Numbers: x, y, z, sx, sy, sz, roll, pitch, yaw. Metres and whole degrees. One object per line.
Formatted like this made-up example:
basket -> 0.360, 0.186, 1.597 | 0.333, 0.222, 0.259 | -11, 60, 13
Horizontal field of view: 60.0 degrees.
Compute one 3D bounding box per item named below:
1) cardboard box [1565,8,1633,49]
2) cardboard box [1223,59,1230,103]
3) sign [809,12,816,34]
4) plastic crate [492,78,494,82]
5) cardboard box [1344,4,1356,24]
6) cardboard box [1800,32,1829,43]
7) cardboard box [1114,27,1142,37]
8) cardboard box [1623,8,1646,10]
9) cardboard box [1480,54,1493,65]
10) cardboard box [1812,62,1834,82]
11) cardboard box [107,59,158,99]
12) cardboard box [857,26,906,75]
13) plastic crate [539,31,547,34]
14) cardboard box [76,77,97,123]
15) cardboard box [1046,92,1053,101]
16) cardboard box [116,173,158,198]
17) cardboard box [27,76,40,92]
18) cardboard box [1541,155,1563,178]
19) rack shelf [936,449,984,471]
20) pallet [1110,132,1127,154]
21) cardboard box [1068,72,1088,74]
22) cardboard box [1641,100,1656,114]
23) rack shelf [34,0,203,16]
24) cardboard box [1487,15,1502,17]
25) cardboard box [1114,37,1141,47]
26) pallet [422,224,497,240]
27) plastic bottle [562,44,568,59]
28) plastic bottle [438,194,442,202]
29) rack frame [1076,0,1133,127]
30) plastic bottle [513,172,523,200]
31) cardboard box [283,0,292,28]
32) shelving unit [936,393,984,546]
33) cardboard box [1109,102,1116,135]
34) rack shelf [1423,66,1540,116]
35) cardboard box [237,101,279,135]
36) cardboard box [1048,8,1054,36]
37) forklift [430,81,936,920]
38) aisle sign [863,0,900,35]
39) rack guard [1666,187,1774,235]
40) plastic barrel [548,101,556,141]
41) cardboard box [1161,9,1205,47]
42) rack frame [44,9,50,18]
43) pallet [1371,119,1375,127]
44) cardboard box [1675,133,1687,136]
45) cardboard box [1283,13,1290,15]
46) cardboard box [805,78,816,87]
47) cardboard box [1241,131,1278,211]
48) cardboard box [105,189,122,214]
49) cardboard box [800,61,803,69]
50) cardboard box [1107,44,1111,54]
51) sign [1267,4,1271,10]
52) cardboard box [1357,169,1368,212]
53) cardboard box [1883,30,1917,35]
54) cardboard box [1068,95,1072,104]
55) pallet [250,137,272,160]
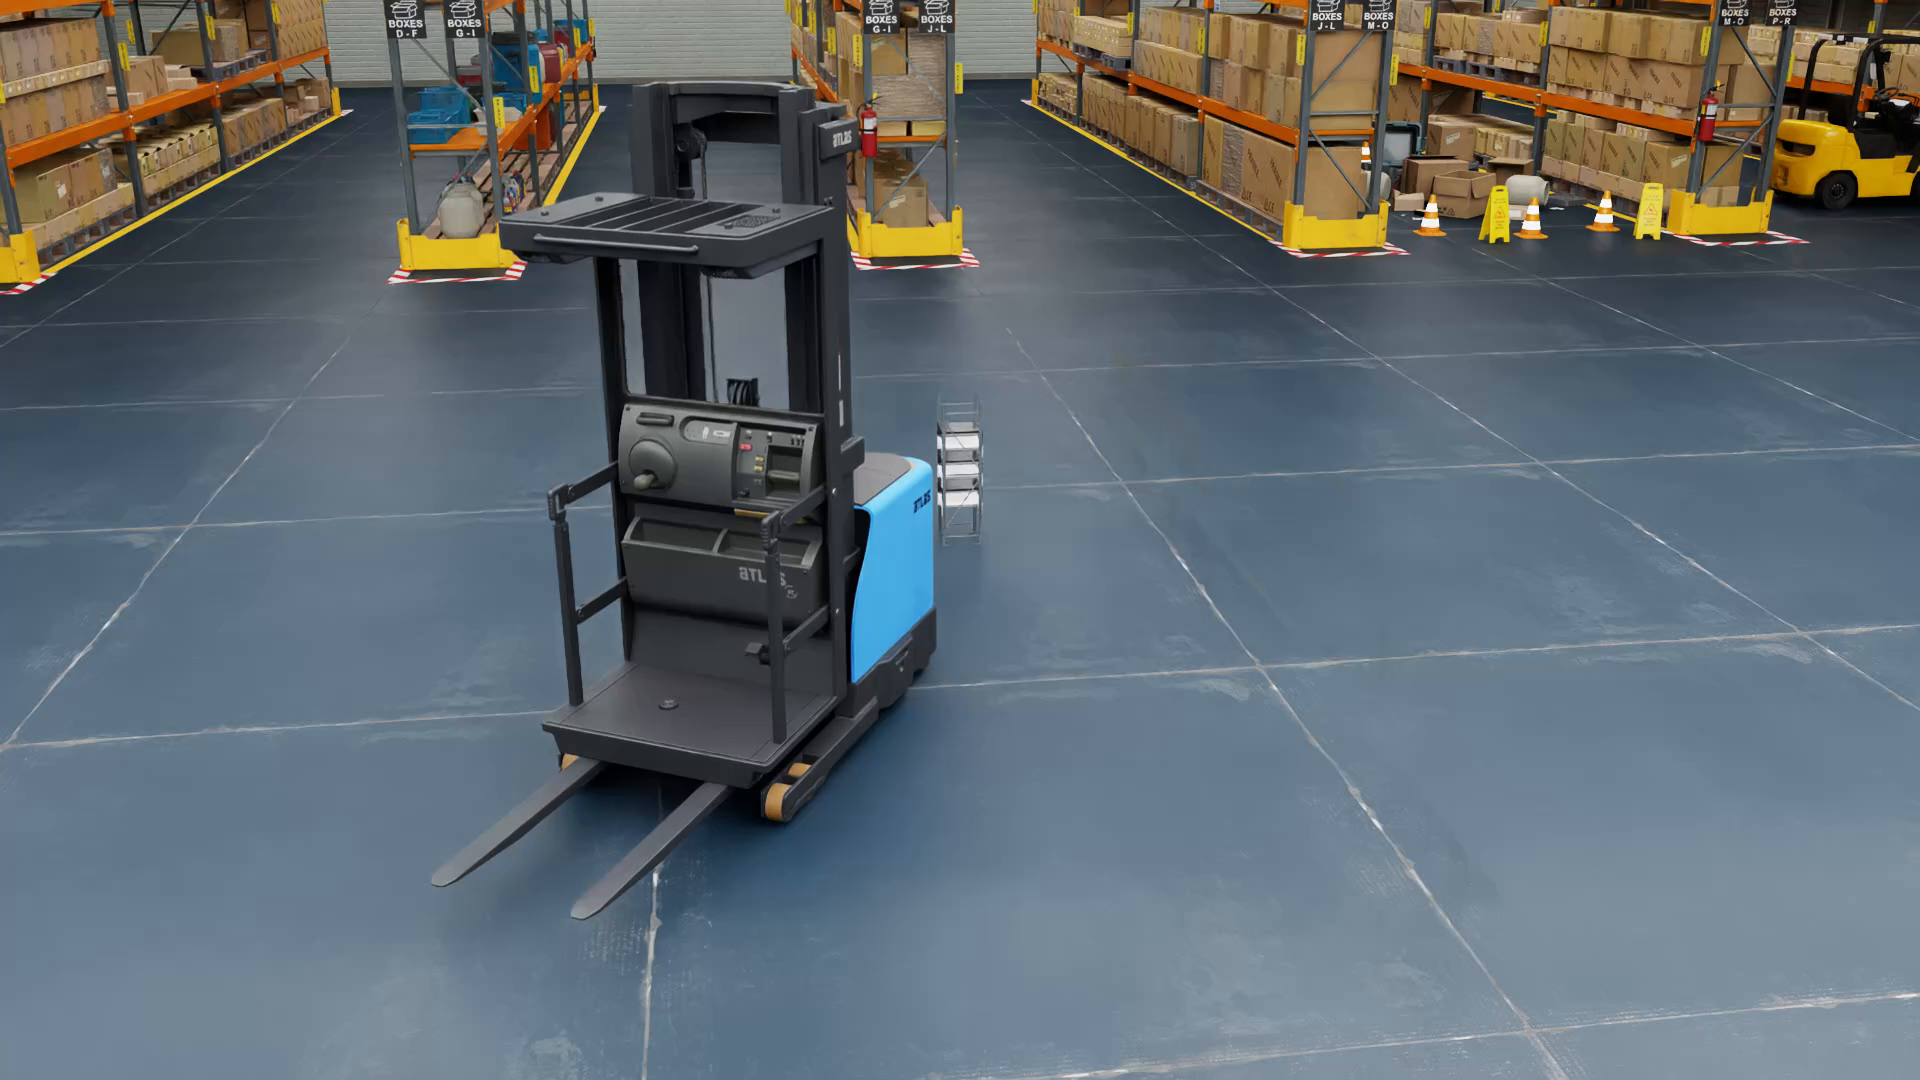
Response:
cardboard box -> 8.574, -6.846, 22.262 | 0.700, 0.500, 0.500 | -3, 21, -7
cardboard box -> 3.956, -6.002, 21.785 | 0.875, 0.550, 0.550 | -3, 21, -8
sign -> -2.259, -7.931, 25.510 | 0.100, 0.325, 0.005 | -3, 21, -8
plastic crate -> -6.565, -6.273, 23.027 | 0.450, 0.188, 0.662 | -3, 21, -8
cardboard box -> 7.299, -9.651, 30.197 | 0.500, 0.500, 0.500 | -3, 21, -7
cardboard box -> 13.102, -7.683, 25.430 | 0.380, 0.149, 0.250 | -3, 21, -7
cardboard box -> 2.688, -8.138, 26.625 | 0.380, 0.149, 0.250 | -4, 21, -10
cardboard box -> 12.279, -9.619, 30.941 | 0.700, 0.500, 0.500 | -2, 21, -6
cardboard box -> 8.144, -7.313, 25.268 | 0.380, 0.149, 0.250 | -2, 21, -6
cardboard box -> 13.175, -7.049, 25.018 | 0.500, 0.250, 0.500 | -3, 21, -8
cardboard box -> -11.180, -6.204, 22.397 | 0.500, 0.500, 0.500 | -3, 21, -8
cardboard box -> -0.881, -5.481, 18.606 | 0.500, 0.500, 0.500 | -3, 21, -8
plastic crate -> -7.960, -9.558, 31.673 | 0.416, 0.233, 0.300 | -3, 21, -8
cardboard box -> -10.784, -5.246, 19.832 | 0.700, 0.500, 0.500 | -3, 21, -8
cardboard box -> 1.908, -8.801, 32.966 | 0.380, 0.149, 0.250 | -3, 21, -7
cardboard box -> -10.750, -4.596, 21.563 | 0.500, 0.250, 0.500 | -3, 21, -9
cardboard box -> -10.354, -5.005, 18.259 | 0.380, 0.149, 0.250 | -4, 21, -10
cardboard box -> 8.491, -5.224, 23.245 | 0.500, 0.250, 0.500 | -4, 21, -10
rack shelf -> -0.001, -0.477, 10.046 | 0.258, 0.077, 0.200 | -3, 21, -8
pallet -> 3.101, -6.598, 27.579 | 1.003, 0.211, 1.213 | -3, 21, -8
cardboard box -> 2.386, -9.372, 33.647 | 0.380, 0.149, 0.250 | -3, 21, -7
cardboard box -> 8.755, -5.409, 20.769 | 0.380, 0.149, 0.250 | -3, 21, -7
rack shelf -> -11.225, -7.295, 22.203 | 1.077, 0.370, 4.000 | -3, 21, -8
cardboard box -> 8.522, -7.979, 26.124 | 0.500, 0.500, 0.500 | -3, 21, -9
cardboard box -> 2.691, -8.000, 26.681 | 0.380, 0.149, 0.250 | -2, 21, -7
pallet -> -5.628, -3.398, 19.011 | 1.003, 0.211, 1.213 | -3, 21, -8
plastic bottle -> -6.811, -8.375, 28.529 | 0.152, 0.276, 0.135 | -3, 21, -8
plastic bottle -> -6.192, -3.985, 19.853 | 0.061, 0.283, 0.133 | -2, 21, -6
rack frame -> 2.636, -9.018, 30.074 | 1.000, 3.000, 0.127 | -3, 21, -8
plastic bottle -> -5.629, -4.474, 21.064 | 0.144, 0.351, 0.185 | -4, 21, -10
cardboard box -> -11.955, -9.176, 28.925 | 0.500, 0.500, 0.500 | -4, 21, -9
shelving unit -> -0.001, -0.424, 10.066 | 0.258, 0.900, 0.210 | -3, 21, -8
cardboard box -> 2.788, -7.054, 27.787 | 0.500, 0.500, 0.500 | -2, 21, -6
rack shelf -> 8.385, -6.888, 25.400 | 1.077, 0.370, 4.000 | -3, 21, -8
cardboard box -> -11.673, -7.012, 27.646 | 0.500, 0.500, 0.500 | -3, 21, -8
cardboard box -> 2.011, -10.066, 32.311 | 0.500, 0.500, 0.500 | -3, 21, -7
forklift -> -1.119, -0.344, 6.948 | 1.130, 2.935, 3.031 | 8, 22, 19
aisle sign -> -0.845, -5.829, 17.821 | 0.394, 0.787, 0.004 | -3, 21, -8
rack guard -> 9.238, -4.003, 20.220 | 1.175, 0.500, 0.348 | -3, 21, -8
plastic barrel -> -6.862, -6.795, 26.968 | 0.600, 0.588, 0.708 | -3, 21, -8
cardboard box -> 3.418, -7.640, 24.812 | 0.700, 0.500, 0.500 | -3, 21, -9
rack frame -> -17.568, -9.438, 31.200 | 1.000, 3.000, 0.127 | -3, 21, -8
pallet -> 7.885, -7.310, 29.486 | 1.003, 0.211, 1.213 | -3, 21, -8
cardboard box -> 9.259, -5.064, 21.746 | 0.500, 0.500, 0.500 | -3, 21, -7
cardboard box -> 6.829, -10.380, 33.578 | 0.500, 0.500, 0.500 | -3, 21, -9
cardboard box -> -1.910, -7.168, 27.558 | 1.225, 0.875, 0.875 | -3, 21, -8
cardboard box -> 4.074, -4.601, 20.684 | 0.875, 0.875, 0.875 | -3, 21, -9
cardboard box -> -10.592, -4.120, 20.290 | 0.500, 0.250, 0.500 | -3, 21, -8
cardboard box -> -2.692, -9.172, 32.922 | 0.875, 0.875, 0.875 | -3, 21, -8
cardboard box -> 2.615, -8.035, 27.201 | 0.380, 0.149, 0.250 | -3, 21, -7
sign -> 6.393, -11.104, 34.310 | 0.100, 0.325, 0.005 | -3, 21, -8
cardboard box -> 5.028, -4.593, 21.795 | 0.500, 0.500, 0.500 | 1, 20, 2
cardboard box -> 13.336, -7.149, 23.576 | 0.380, 0.149, 0.250 | -2, 21, -7
cardboard box -> 2.225, -8.205, 30.946 | 0.380, 0.149, 0.250 | -4, 21, -10
pallet -> -11.756, -6.295, 26.770 | 1.003, 0.211, 1.213 | -3, 21, -8
